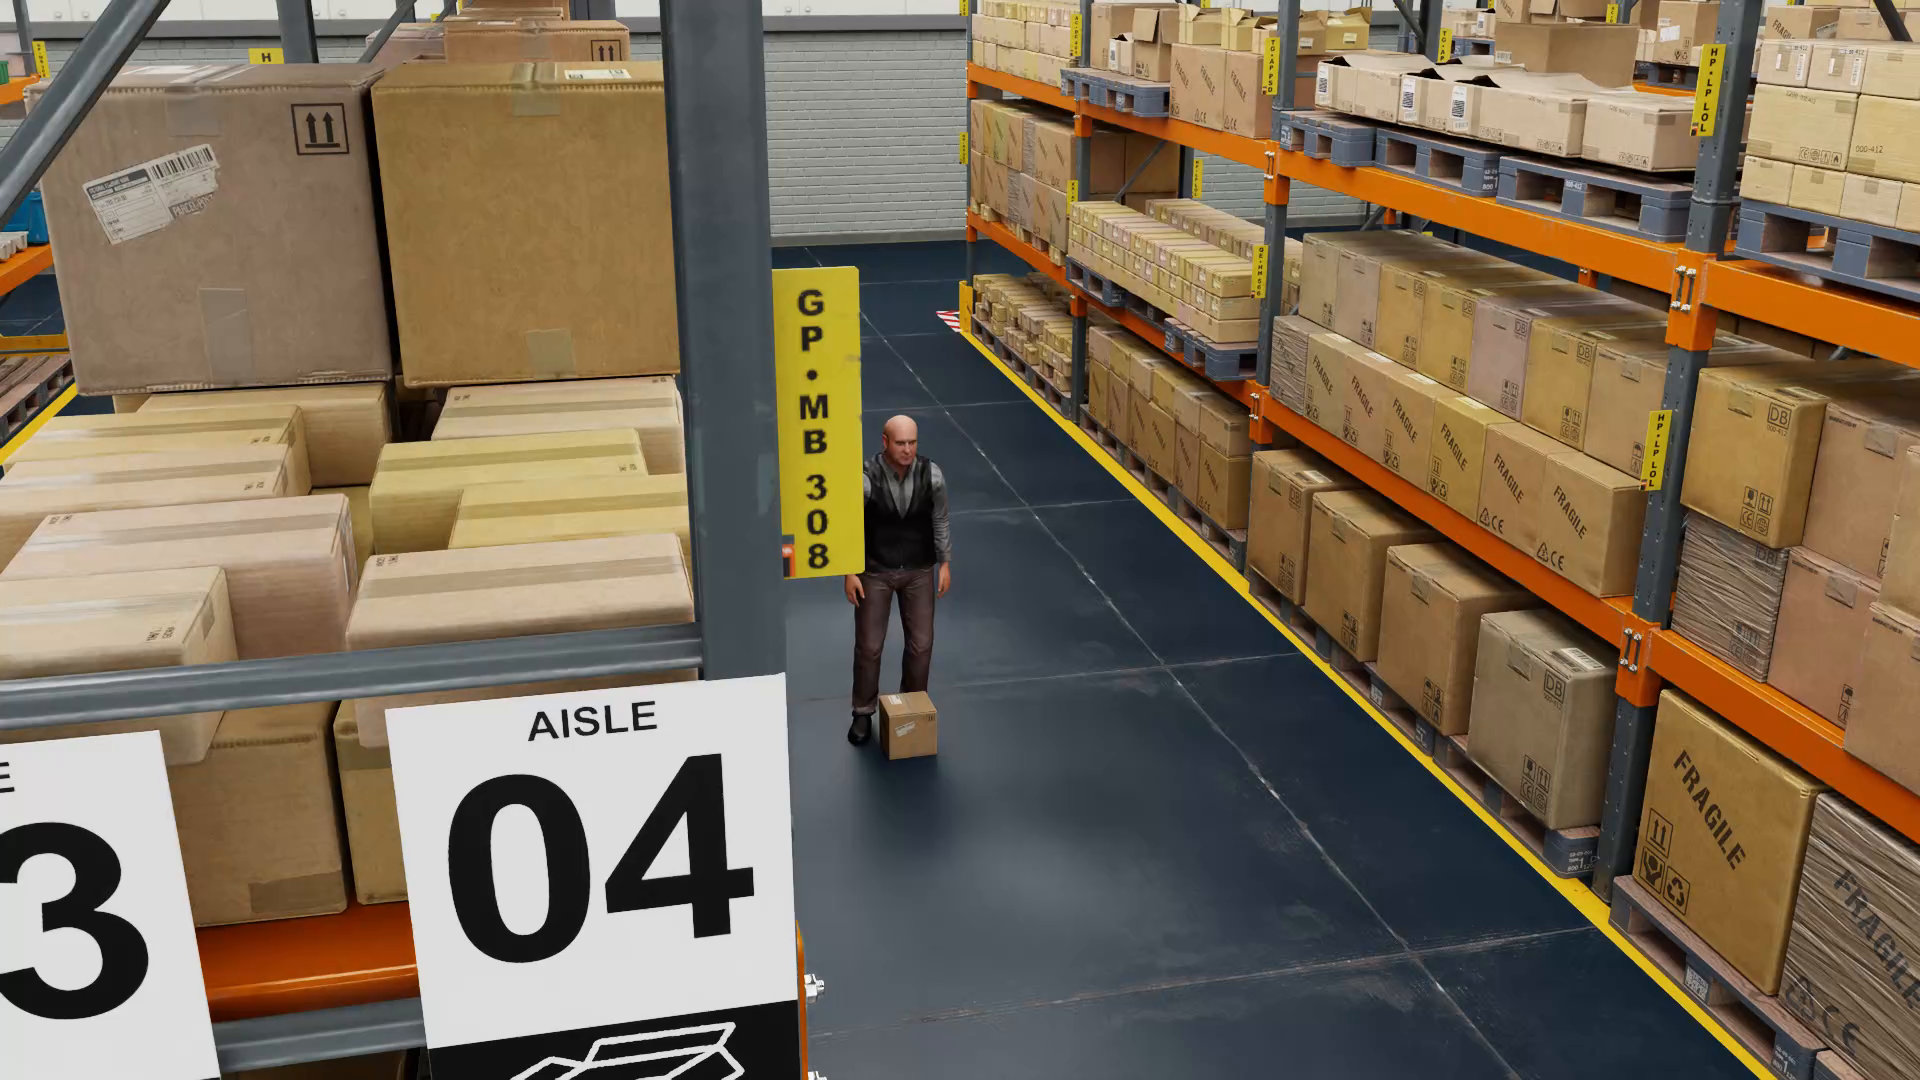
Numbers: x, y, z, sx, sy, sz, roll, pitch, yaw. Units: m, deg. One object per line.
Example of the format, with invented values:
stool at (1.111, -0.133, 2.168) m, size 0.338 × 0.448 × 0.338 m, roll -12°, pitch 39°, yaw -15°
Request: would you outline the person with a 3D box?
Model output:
person at (-0.334, 0.172, 8.616) m, size 0.594 × 1.722 × 0.414 m, roll -6°, pitch 20°, yaw -15°
